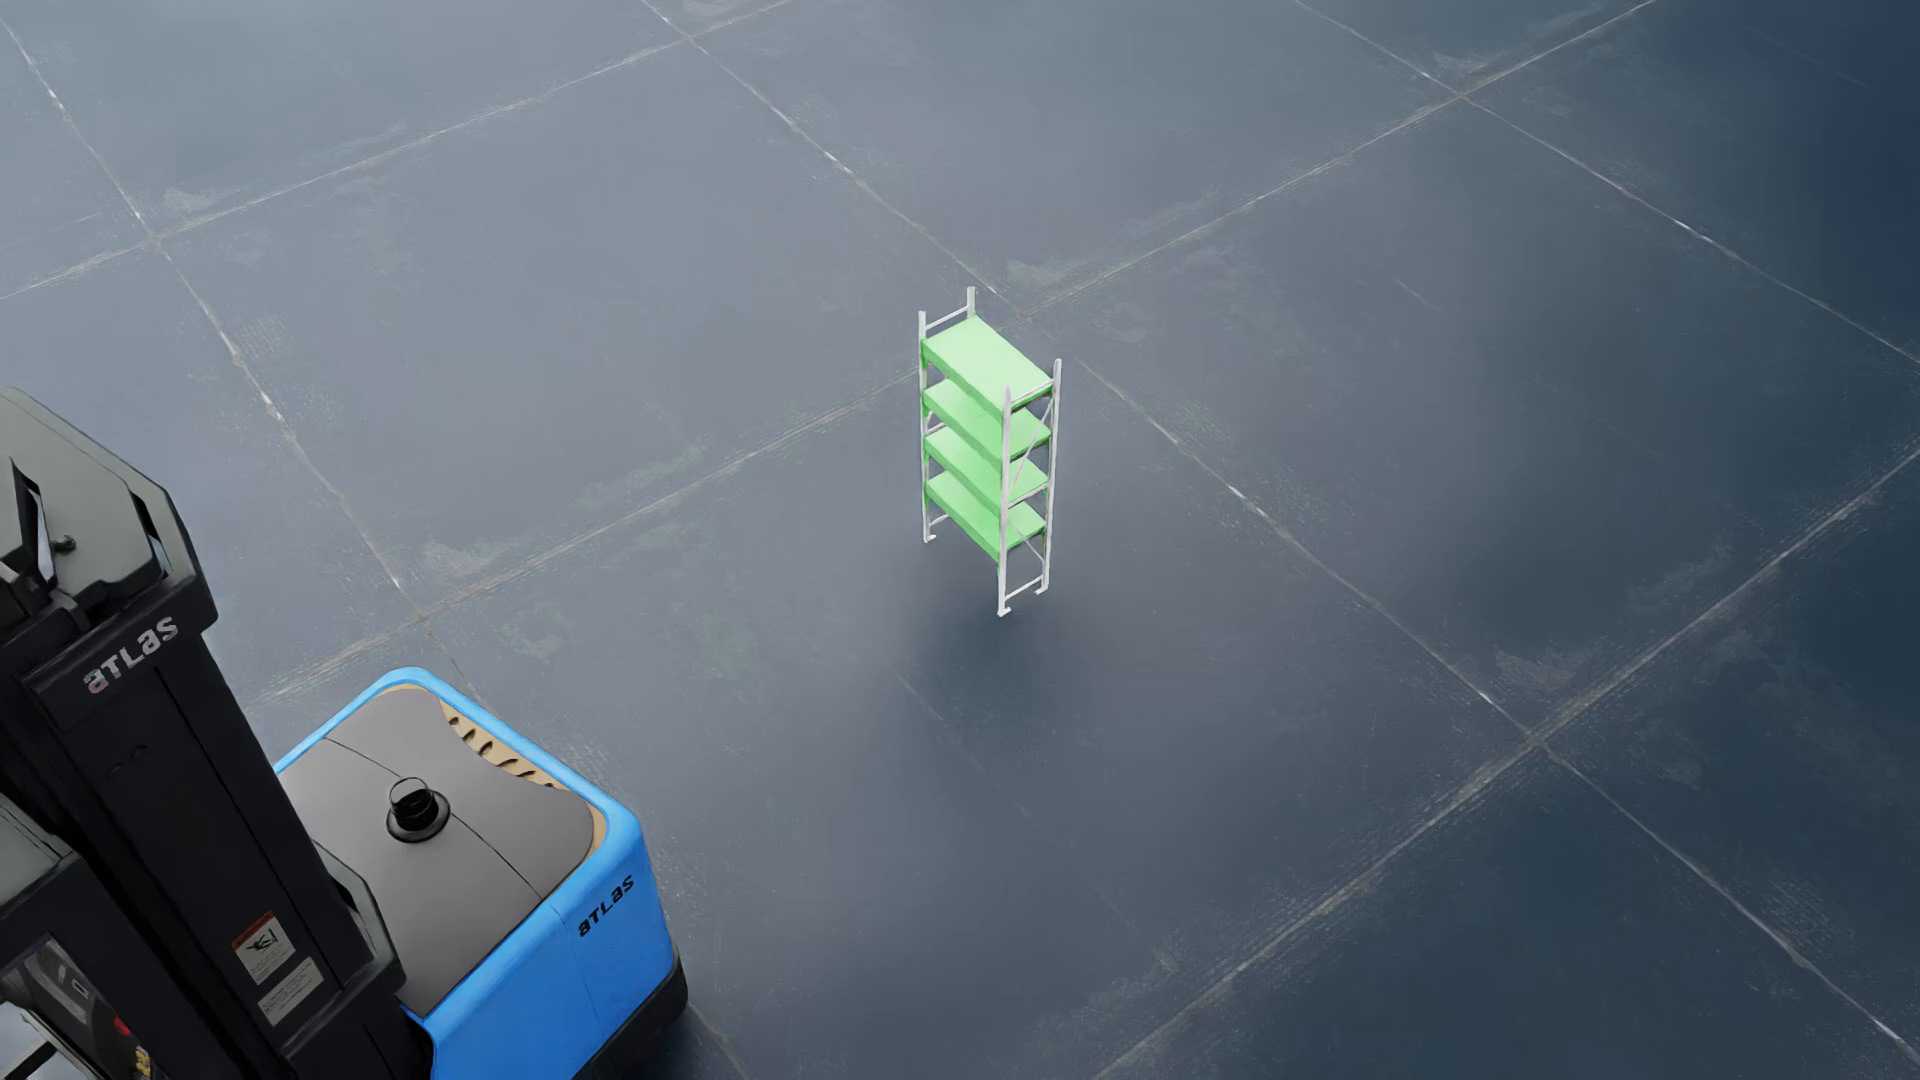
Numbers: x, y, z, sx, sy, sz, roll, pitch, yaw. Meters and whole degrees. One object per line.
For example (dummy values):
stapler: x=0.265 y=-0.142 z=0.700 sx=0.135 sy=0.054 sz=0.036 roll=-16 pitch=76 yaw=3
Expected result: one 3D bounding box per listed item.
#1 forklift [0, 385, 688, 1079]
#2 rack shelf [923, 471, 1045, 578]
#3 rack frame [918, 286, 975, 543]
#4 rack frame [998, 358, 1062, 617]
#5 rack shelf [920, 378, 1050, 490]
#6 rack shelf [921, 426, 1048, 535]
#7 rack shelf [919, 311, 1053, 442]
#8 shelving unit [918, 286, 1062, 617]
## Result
forklift: x=-2.148 y=1.184 z=3.697 sx=1.130 sy=2.935 sz=3.031 roll=29 pitch=54 yaw=23
rack shelf: x=0.100 y=-0.101 z=6.441 sx=0.258 sy=0.148 sz=0.480 roll=-29 pitch=54 yaw=-24
rack frame: x=-0.048 y=-0.449 z=6.346 sx=0.240 sy=1.200 sz=0.015 roll=-29 pitch=54 yaw=-24
rack frame: x=0.248 y=-0.162 z=6.085 sx=0.240 sy=1.200 sz=0.015 roll=-29 pitch=54 yaw=-24
rack shelf: x=0.100 y=-0.424 z=6.085 sx=0.258 sy=0.148 sz=0.480 roll=-29 pitch=54 yaw=-24
rack shelf: x=0.100 y=-0.262 z=6.263 sx=0.258 sy=0.148 sz=0.480 roll=-29 pitch=54 yaw=-24
rack shelf: x=0.100 y=-0.585 z=5.908 sx=0.258 sy=0.148 sz=0.480 roll=-29 pitch=54 yaw=-24
shelving unit: x=0.100 y=-0.305 z=6.216 sx=0.258 sy=1.200 sz=0.503 roll=-29 pitch=54 yaw=-24
